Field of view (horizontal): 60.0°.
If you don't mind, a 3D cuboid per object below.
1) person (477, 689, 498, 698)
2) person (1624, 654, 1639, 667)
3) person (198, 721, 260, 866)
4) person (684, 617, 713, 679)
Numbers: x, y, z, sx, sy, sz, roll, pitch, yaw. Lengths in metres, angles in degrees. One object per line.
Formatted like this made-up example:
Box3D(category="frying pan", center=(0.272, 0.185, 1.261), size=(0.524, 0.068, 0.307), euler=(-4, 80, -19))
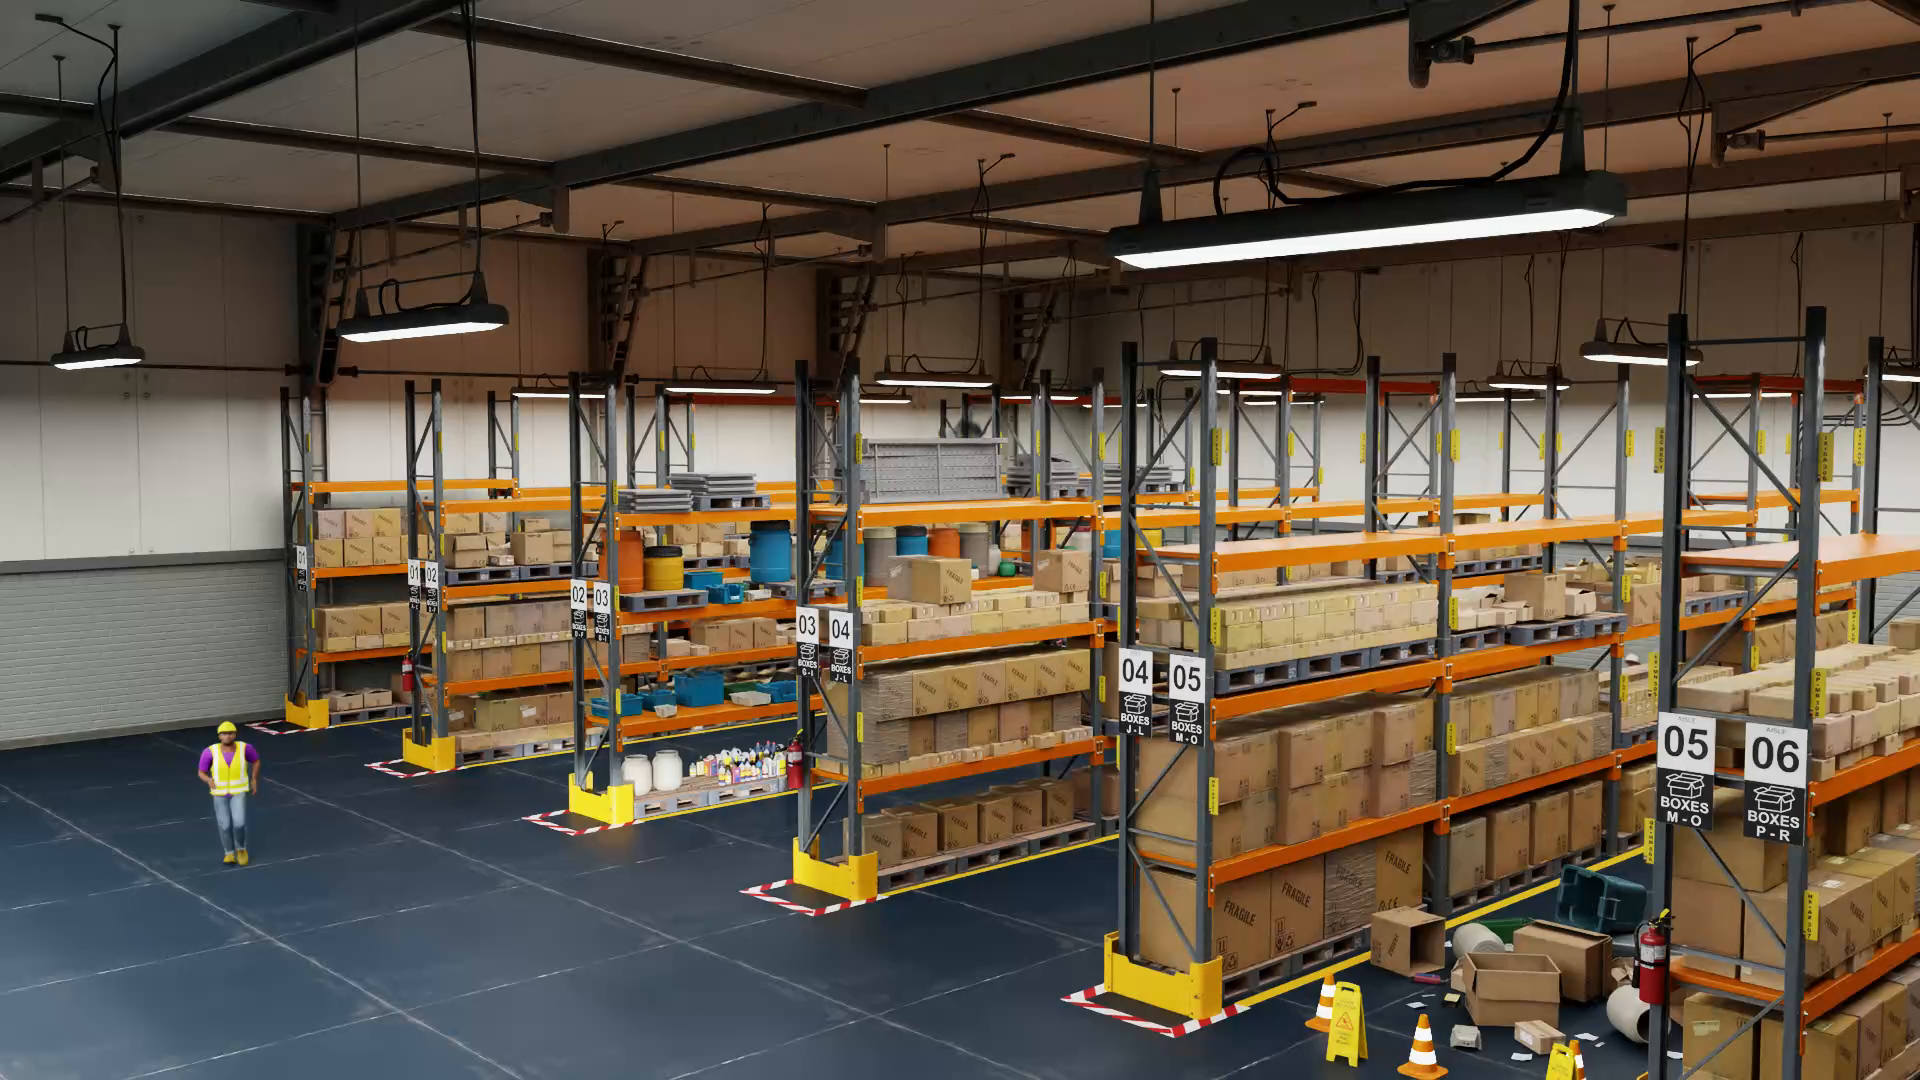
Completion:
Box3D(category="person", center=(-8.049, 2.460, 28.695), size=(0.667, 1.749, 0.745), euler=(2, 4, 30))
Box3D(category="person", center=(10.390, 2.642, 25.742), size=(0.680, 1.759, 0.683), euler=(-3, 5, -38))
Box3D(category="person", center=(-8.697, 3.027, 19.787), size=(0.666, 1.751, 0.670), euler=(-1, 4, -19))
Box3D(category="person", center=(-4.975, 2.245, 32.061), size=(0.854, 1.805, 0.689), euler=(-4, 5, -44))
